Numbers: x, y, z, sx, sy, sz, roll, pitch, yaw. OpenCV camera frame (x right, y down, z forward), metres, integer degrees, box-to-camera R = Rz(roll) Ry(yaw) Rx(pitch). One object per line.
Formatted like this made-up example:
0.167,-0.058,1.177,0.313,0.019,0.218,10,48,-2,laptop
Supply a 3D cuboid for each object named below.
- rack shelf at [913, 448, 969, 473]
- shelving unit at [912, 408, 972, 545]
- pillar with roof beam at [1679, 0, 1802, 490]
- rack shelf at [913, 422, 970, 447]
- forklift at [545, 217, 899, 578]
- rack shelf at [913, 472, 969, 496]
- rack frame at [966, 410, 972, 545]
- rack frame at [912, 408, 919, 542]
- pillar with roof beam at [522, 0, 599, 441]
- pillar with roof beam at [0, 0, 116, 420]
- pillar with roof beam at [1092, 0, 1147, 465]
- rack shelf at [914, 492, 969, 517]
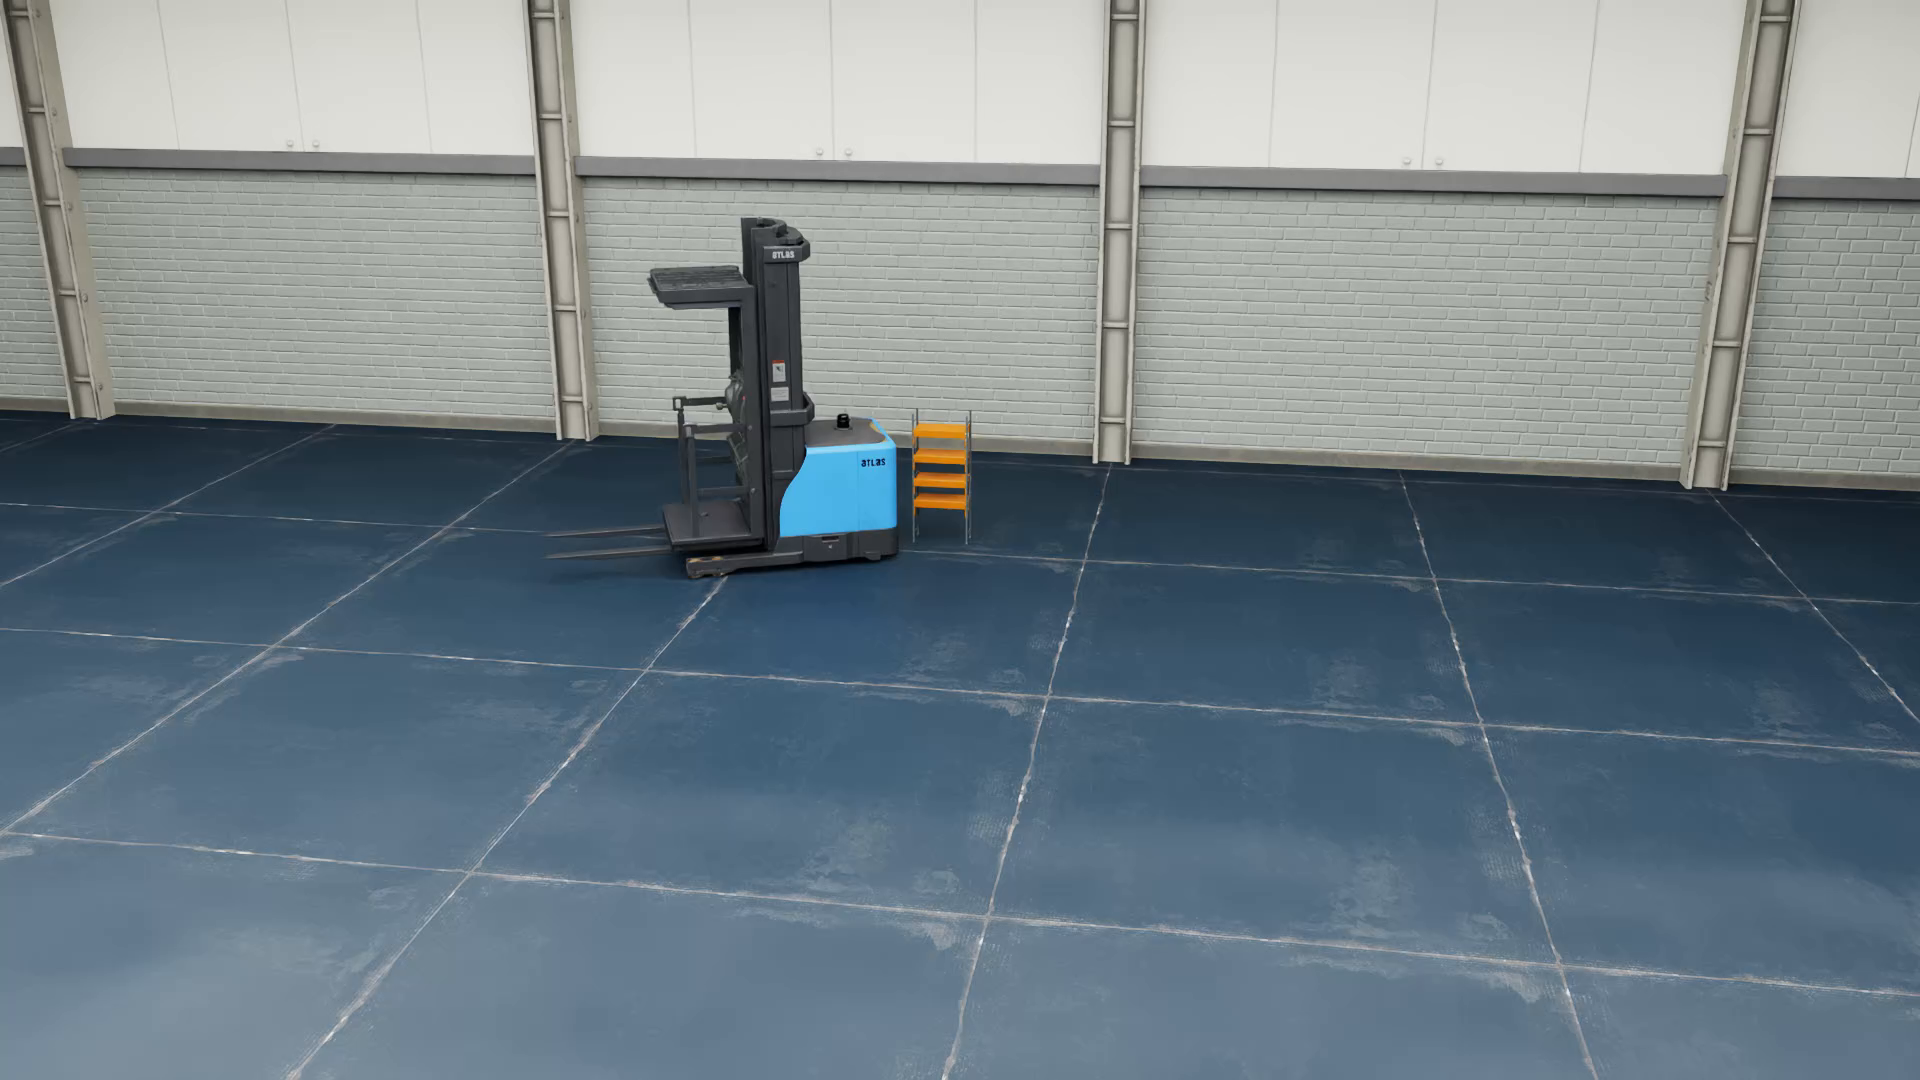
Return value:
-0.163,-0.726,15.035,0.480,0.148,0.258,3,19,9,rack shelf
-0.163,-0.577,15.084,0.503,1.200,0.258,3,19,9,shelving unit
6.871,-3.476,11.456,0.400,9.000,9.100,3,19,9,pillar with roof beam
-0.163,-0.950,14.960,0.480,0.148,0.258,3,19,9,rack shelf
-2.116,-1.246,14.354,3.031,2.935,1.130,-5,19,-13,forklift
-0.163,-0.514,15.106,0.480,0.148,0.258,3,19,9,rack shelf
0.077,-0.565,15.048,0.015,1.200,0.240,3,19,9,rack frame
-0.404,-0.590,15.121,0.015,1.200,0.240,3,19,9,rack frame
-4.977,-4.080,13.261,0.400,9.000,9.100,3,19,9,pillar with roof beam
-10.901,-4.382,14.163,0.400,9.000,9.100,3,19,9,pillar with roof beam
0.947,-3.778,12.358,0.400,9.000,9.100,3,19,9,pillar with roof beam
-0.163,-0.325,15.169,0.480,0.148,0.258,3,19,9,rack shelf
